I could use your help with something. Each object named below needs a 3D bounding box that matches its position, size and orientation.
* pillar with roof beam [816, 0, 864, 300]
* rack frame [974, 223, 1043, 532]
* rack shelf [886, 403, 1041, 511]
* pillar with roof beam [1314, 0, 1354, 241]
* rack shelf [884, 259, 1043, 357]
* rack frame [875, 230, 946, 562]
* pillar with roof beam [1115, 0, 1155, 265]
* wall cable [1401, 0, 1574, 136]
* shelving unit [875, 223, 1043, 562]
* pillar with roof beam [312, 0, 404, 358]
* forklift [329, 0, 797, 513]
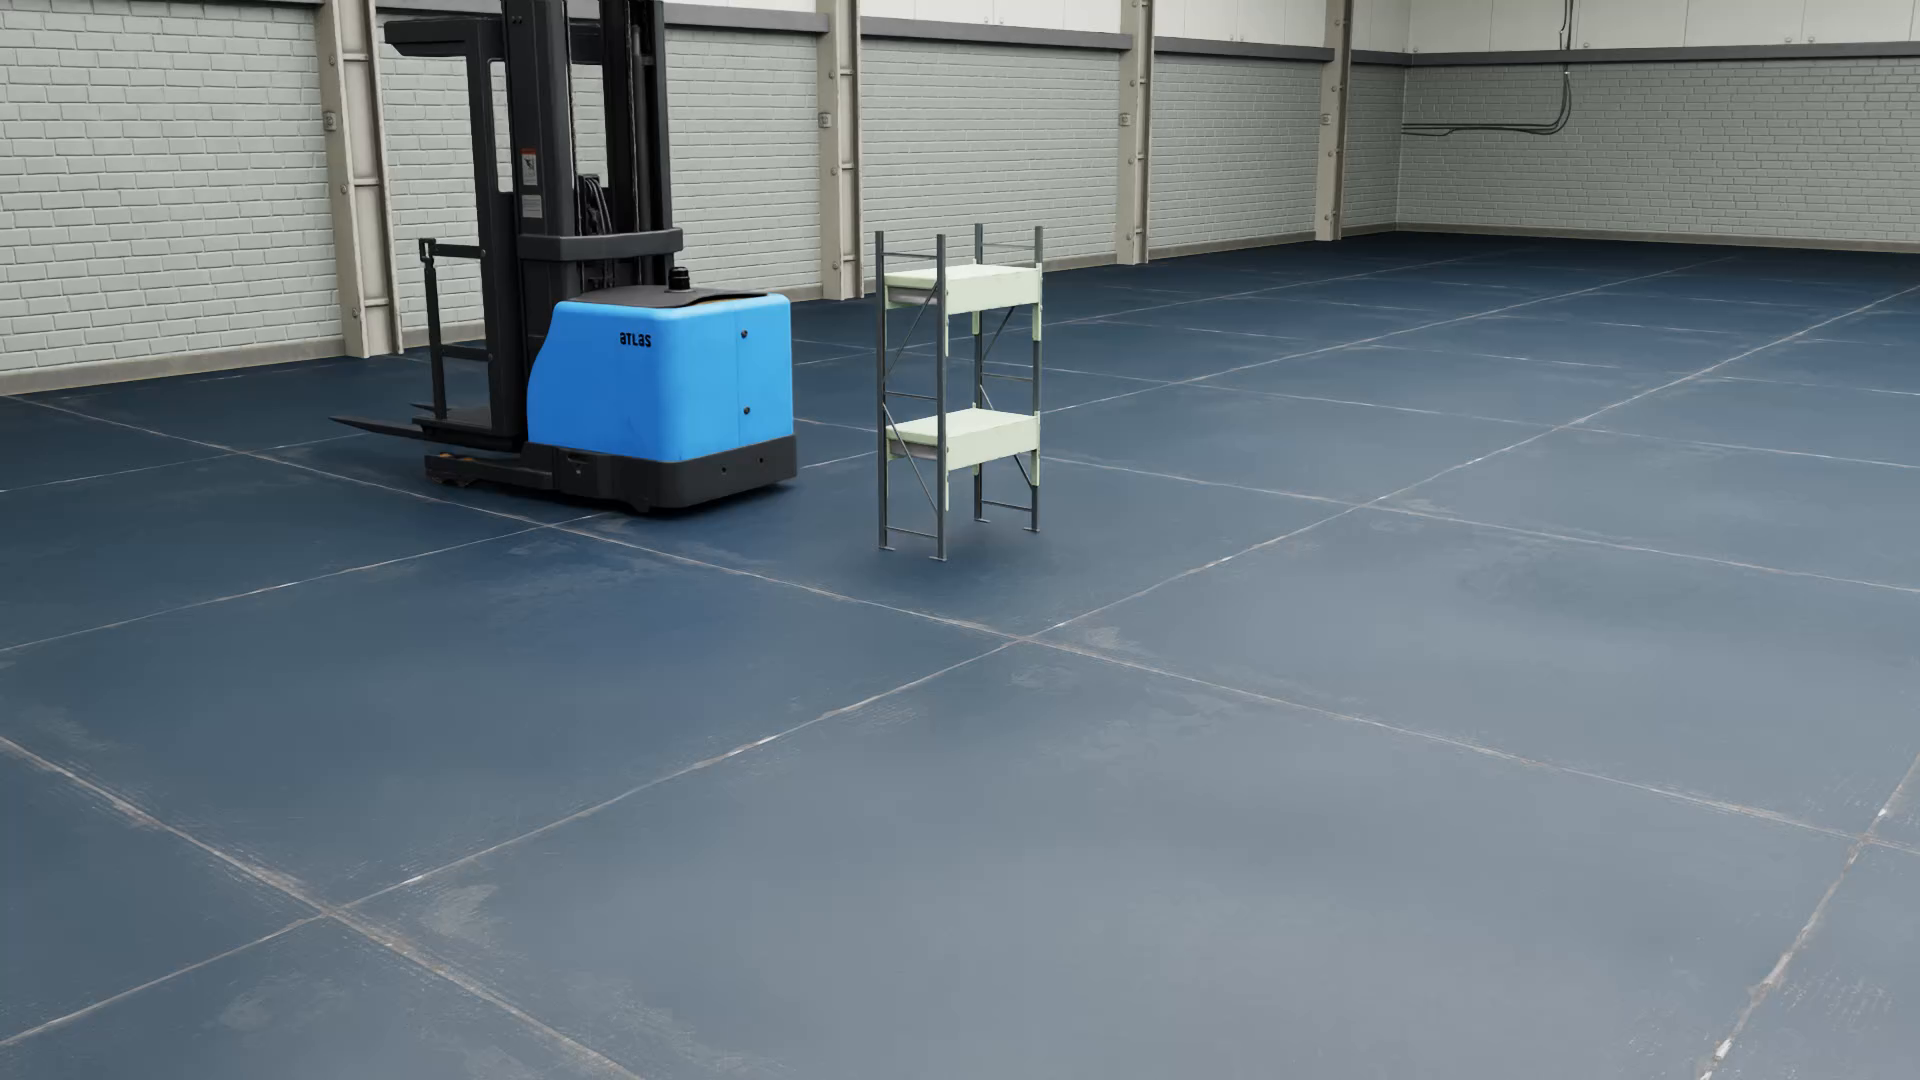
[{"bbox_3d":[2.008,-6.467,15.305,9.100,9.000,0.400,11,18,38],"label":"pillar with roof beam"},{"bbox_3d":[0.234,-0.798,8.219,0.400,1.500,0.023,11,18,38],"label":"rack frame"},{"bbox_3d":[0.004,-0.412,8.024,0.431,0.370,0.720,11,18,38],"label":"rack shelf"},{"bbox_3d":[9.550,-8.765,24.351,9.100,9.000,0.400,11,18,38],"label":"pillar with roof beam"},{"bbox_3d":[0.004,-1.106,7.847,0.431,0.370,0.720,11,18,38],"label":"rack shelf"},{"bbox_3d":[-0.226,-0.658,7.667,0.400,1.500,0.023,11,18,38],"label":"rack frame"},{"bbox_3d":[5.779,-7.616,19.828,9.100,9.000,0.400,11,18,38],"label":"pillar with roof beam"},{"bbox_3d":[9.082,-8.286,28.771,3.097,2.526,0.112,11,18,38],"label":"wall cable"},{"bbox_3d":[0.004,-0.728,7.943,0.431,1.500,0.755,11,18,38],"label":"shelving unit"},{"bbox_3d":[-1.763,-5.318,10.781,9.100,9.000,0.400,11,18,38],"label":"pillar with roof beam"},{"bbox_3d":[-2.415,-1.815,9.313,3.031,2.935,1.130,9,17,32],"label":"forklift"}]
